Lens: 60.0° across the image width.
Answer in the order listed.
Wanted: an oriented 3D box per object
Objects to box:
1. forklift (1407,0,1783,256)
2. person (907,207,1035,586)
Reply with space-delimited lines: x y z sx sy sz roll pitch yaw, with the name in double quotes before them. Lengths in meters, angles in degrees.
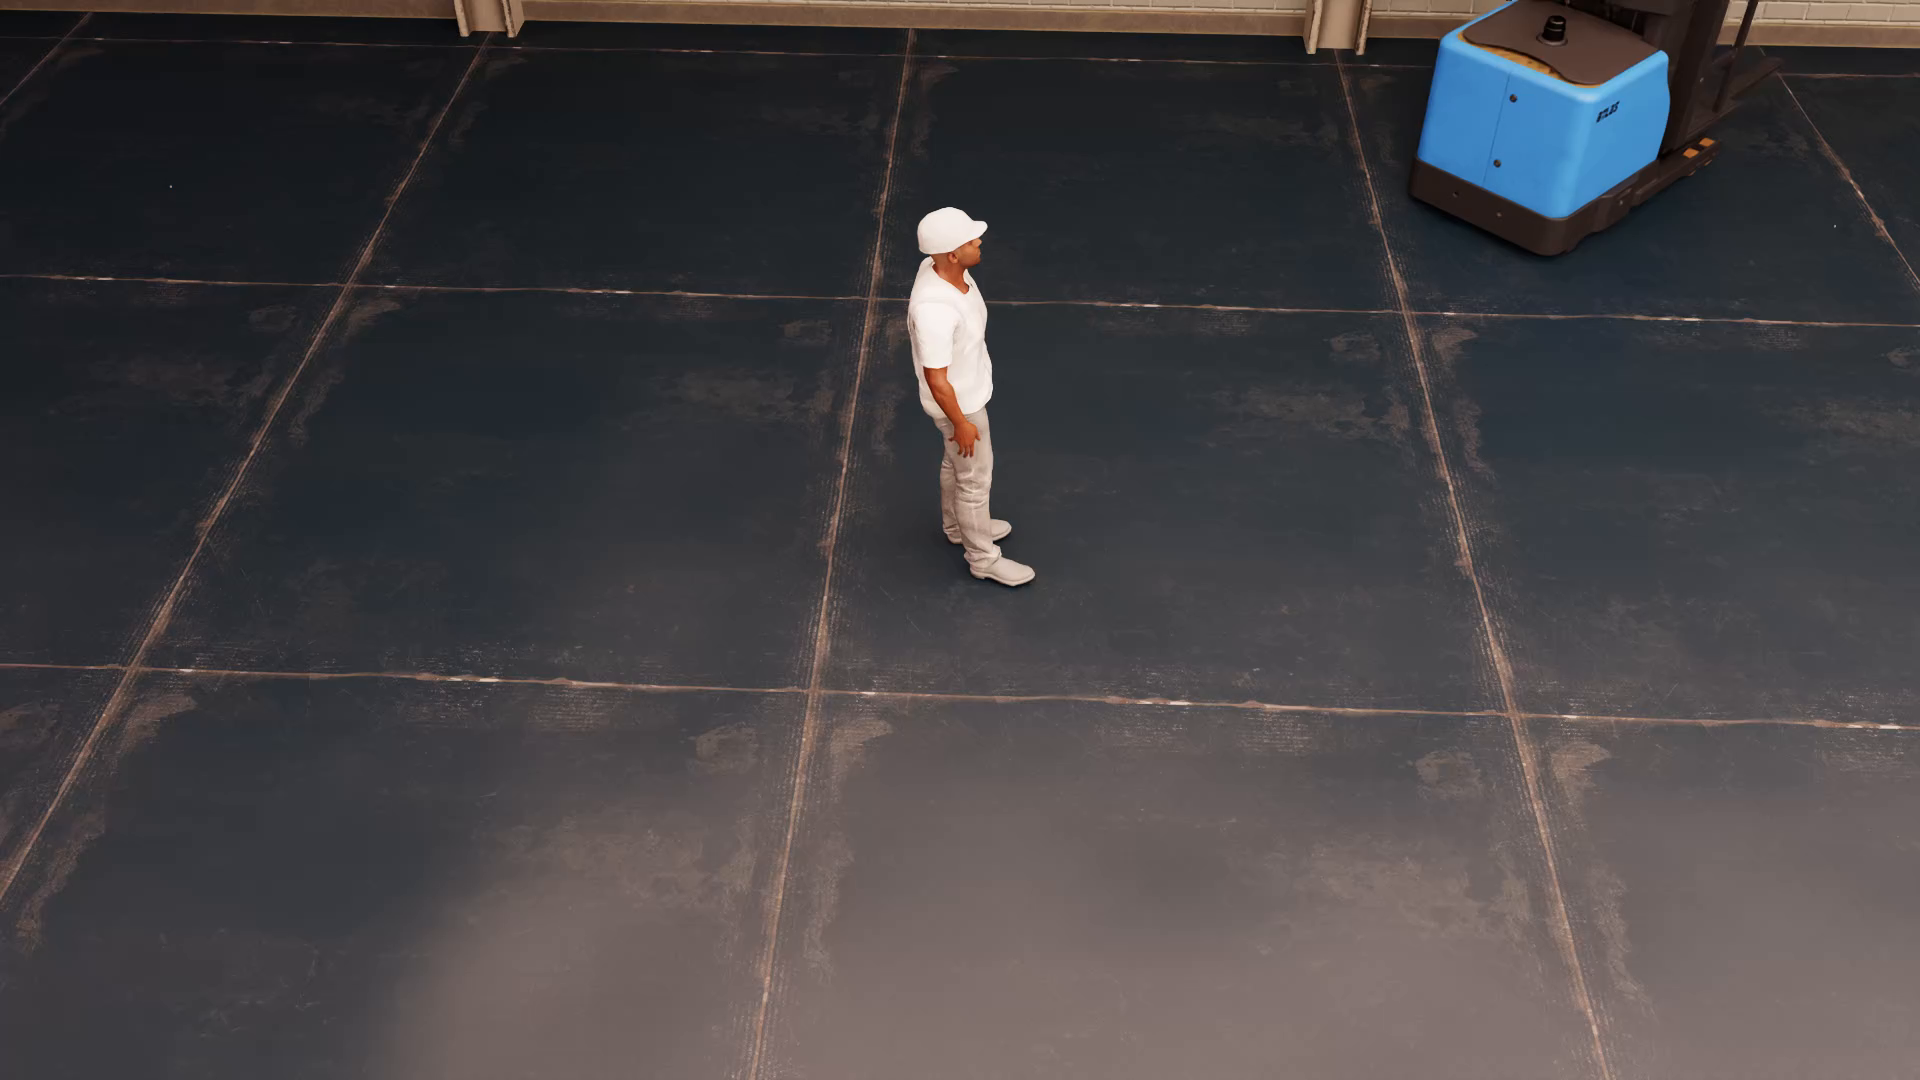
"forklift" 4.154 -3.593 9.679 3.031 2.935 1.130 -32 51 -30
"person" 0.070 -0.652 7.310 0.575 1.768 0.666 2 42 2
